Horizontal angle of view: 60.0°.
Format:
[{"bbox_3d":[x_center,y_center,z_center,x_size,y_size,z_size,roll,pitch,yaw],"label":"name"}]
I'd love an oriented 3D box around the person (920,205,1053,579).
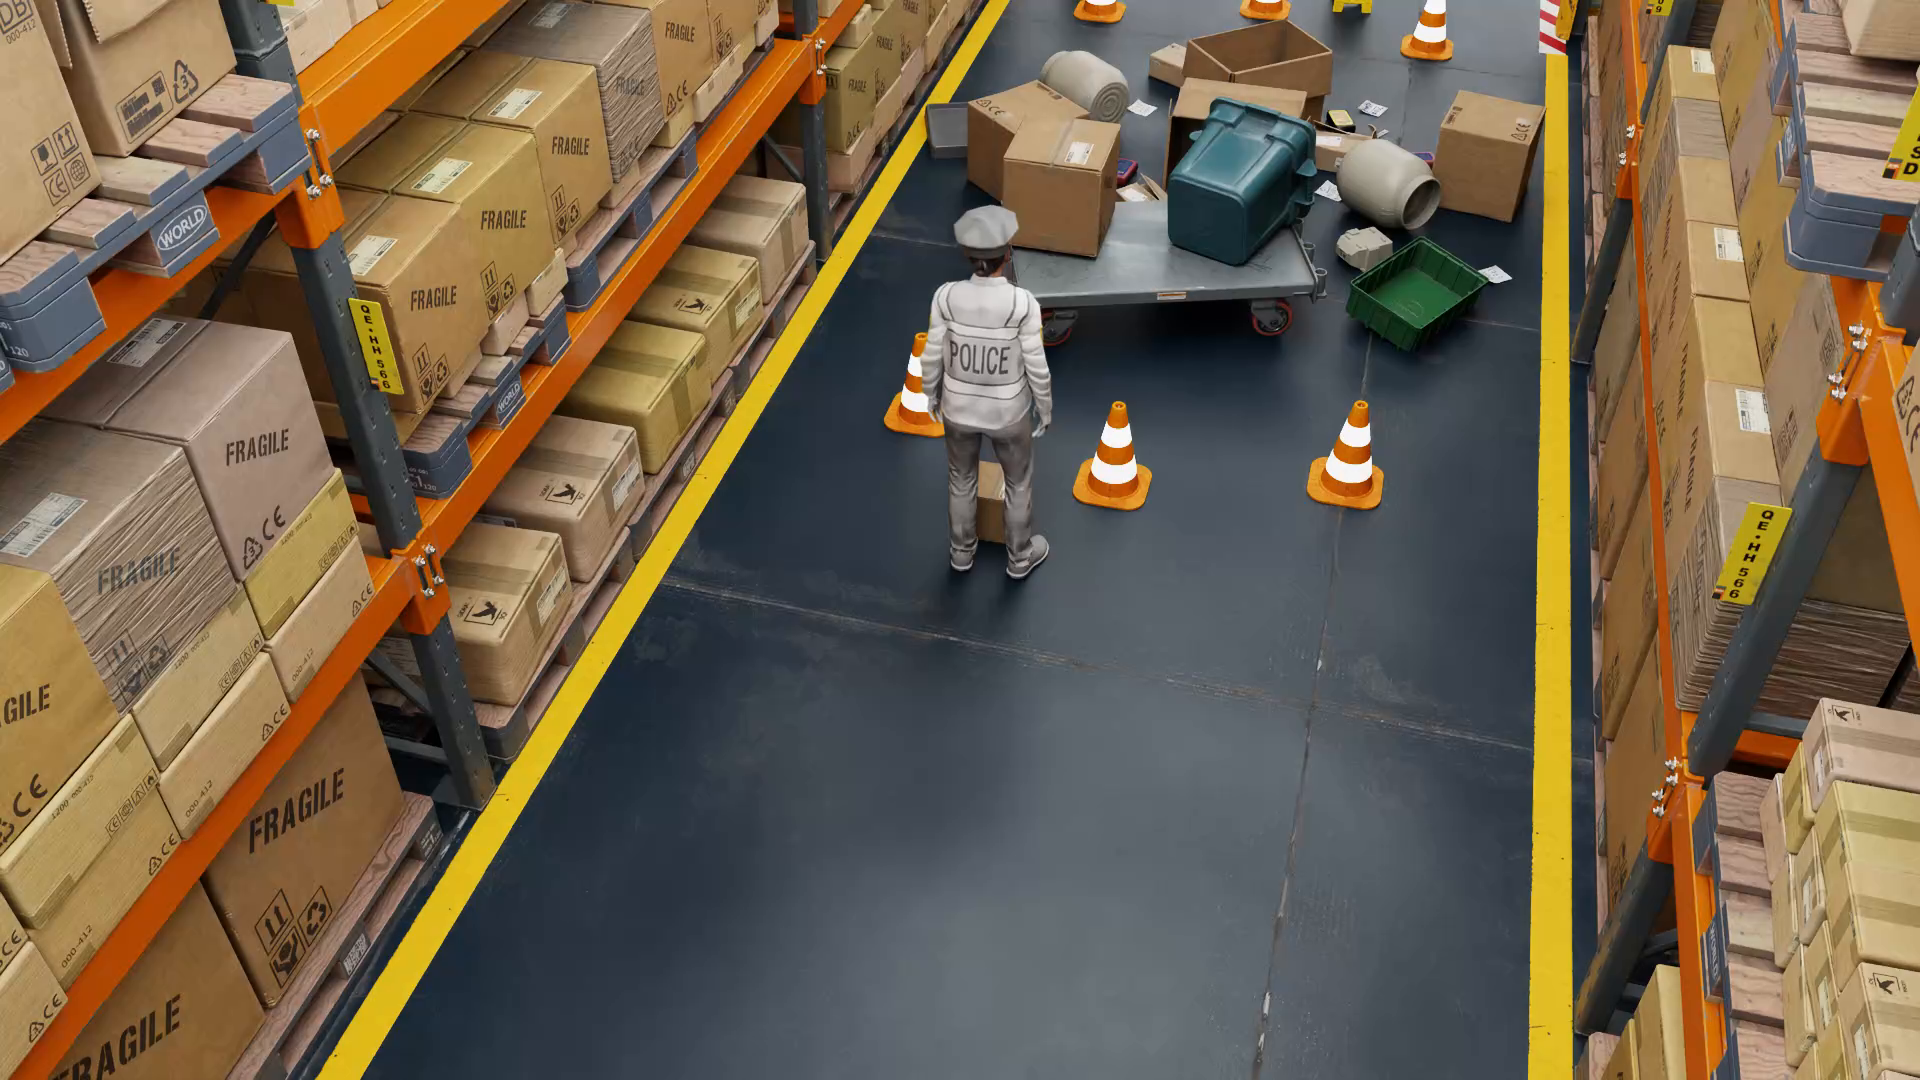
[{"bbox_3d":[0.110,-0.546,6.778,0.538,1.663,0.378,9,42,10],"label":"person"}]
